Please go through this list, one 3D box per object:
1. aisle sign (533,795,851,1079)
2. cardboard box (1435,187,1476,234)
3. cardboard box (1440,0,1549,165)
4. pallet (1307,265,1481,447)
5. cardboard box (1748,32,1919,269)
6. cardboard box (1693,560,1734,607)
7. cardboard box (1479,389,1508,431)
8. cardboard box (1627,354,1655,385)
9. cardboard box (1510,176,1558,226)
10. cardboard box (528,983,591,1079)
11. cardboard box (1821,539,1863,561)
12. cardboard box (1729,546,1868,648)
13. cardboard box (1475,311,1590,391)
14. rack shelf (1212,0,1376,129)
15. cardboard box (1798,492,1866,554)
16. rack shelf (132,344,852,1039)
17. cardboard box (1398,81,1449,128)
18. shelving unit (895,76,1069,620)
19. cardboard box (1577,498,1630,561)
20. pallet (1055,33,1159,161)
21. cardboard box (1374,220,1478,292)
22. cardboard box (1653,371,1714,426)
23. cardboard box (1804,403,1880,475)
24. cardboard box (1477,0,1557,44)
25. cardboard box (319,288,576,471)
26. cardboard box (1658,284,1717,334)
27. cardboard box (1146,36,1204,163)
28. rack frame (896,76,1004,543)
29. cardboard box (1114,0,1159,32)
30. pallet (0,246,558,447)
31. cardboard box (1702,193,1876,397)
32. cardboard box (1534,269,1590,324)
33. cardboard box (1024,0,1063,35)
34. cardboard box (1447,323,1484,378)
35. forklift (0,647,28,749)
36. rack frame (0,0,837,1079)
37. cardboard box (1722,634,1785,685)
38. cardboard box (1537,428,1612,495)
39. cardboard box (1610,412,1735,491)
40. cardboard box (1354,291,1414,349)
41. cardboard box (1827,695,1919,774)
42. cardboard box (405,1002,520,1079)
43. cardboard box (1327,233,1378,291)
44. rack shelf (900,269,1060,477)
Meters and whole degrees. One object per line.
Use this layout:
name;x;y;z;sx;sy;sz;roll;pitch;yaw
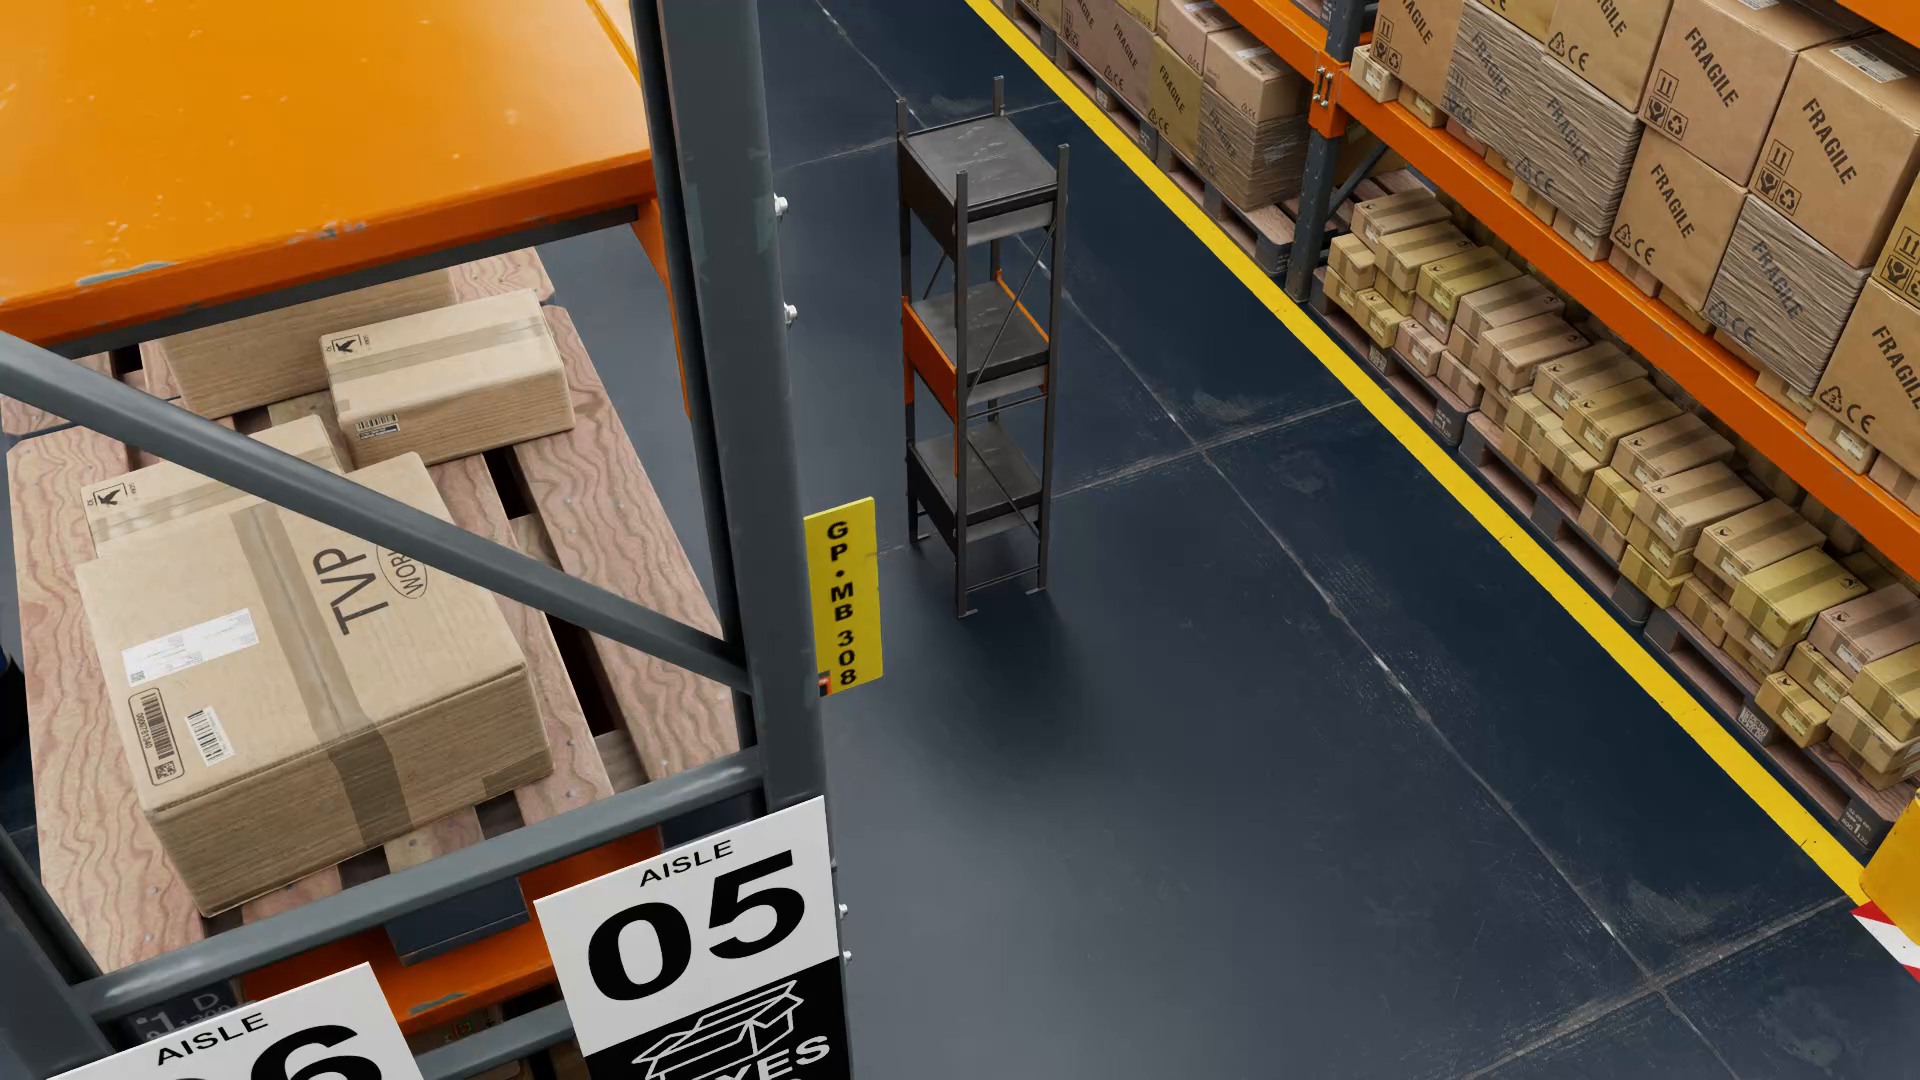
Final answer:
aisle sign;-0.361;0.681;2.442;0.394;0.787;0.004;-18;47;-17
cardboard box;2.498;-1.625;7.938;0.380;0.149;0.250;-17;47;-16
cardboard box;2.306;-1.867;6.592;0.500;0.500;0.500;-18;47;-17
pallet;2.426;-1.019;8.001;1.003;0.211;1.213;-18;47;-17
cardboard box;2.936;-1.247;5.252;0.500;0.500;0.500;-16;47;-15
cardboard box;3.073;0.095;6.406;0.380;0.149;0.250;-19;48;-18
cardboard box;2.534;-0.616;7.338;0.380;0.149;0.250;-20;48;-19
cardboard box;3.022;-0.706;7.218;0.380;0.149;0.250;-20;48;-19
cardboard box;2.426;-1.410;6.591;0.380;0.149;0.250;-17;47;-17
cardboard box;-0.598;0.865;3.324;0.500;0.500;0.500;-19;48;-18
cardboard box;3.550;-0.047;6.549;0.380;0.149;0.250;-17;47;-16
cardboard box;3.064;0.207;6.081;0.380;0.149;0.250;-19;48;-18
cardboard box;2.445;-0.809;7.110;0.380;0.149;0.250;-17;47;-17
rack shelf;1.271;-3.447;8.989;1.077;0.370;4.000;-18;47;-17
cardboard box;3.488;-0.133;6.425;0.380;0.149;0.250;-20;48;-19
rack shelf;-1.496;-0.440;3.805;1.077;0.370;4.000;-18;47;-17
cardboard box;2.110;-1.920;7.108;0.380;0.149;0.250;-17;47;-16
shelving unit;0.070;-0.642;6.274;0.431;2.100;0.503;-18;47;-17
cardboard box;2.774;-0.094;6.809;0.380;0.149;0.250;-17;47;-17
pallet;1.266;-2.711;9.716;1.003;0.211;1.213;-18;47;-17
cardboard box;2.131;-1.302;7.610;0.380;0.149;0.250;-16;47;-15
cardboard box;3.118;-0.625;6.924;0.380;0.149;0.250;-18;47;-17
cardboard box;3.082;-0.395;5.563;0.380;0.149;0.250;-17;47;-16
cardboard box;2.312;-2.241;6.259;0.500;0.500;0.500;-19;48;-19
cardboard box;-0.904;-0.278;2.938;0.380;0.149;0.250;-16;47;-16
cardboard box;2.812;-0.926;6.100;0.380;0.149;0.250;-17;47;-17
cardboard box;1.357;-2.413;8.909;0.500;0.500;0.500;-19;48;-18
rack frame;-0.033;-0.797;6.432;0.400;2.100;0.015;-18;47;-17
cardboard box;1.130;-3.020;8.990;0.500;0.250;0.500;-20;48;-19
pallet;-1.493;-0.638;3.557;1.003;0.211;1.213;-18;47;-17
cardboard box;2.938;-0.882;5.594;0.500;0.500;0.500;-18;47;-17
cardboard box;2.791;-1.129;7.435;0.380;0.149;0.250;-17;47;-16
cardboard box;0.711;-3.392;9.902;0.500;0.500;0.500;-17;47;-17
cardboard box;2.408;-0.892;7.406;0.380;0.149;0.250;-20;48;-19
forklift;-5.117;-0.314;5.350;3.031;2.935;1.130;10;46;10
rack frame;-0.655;-0.489;1.208;1.000;3.000;0.127;-18;47;-17
cardboard box;3.150;0.384;6.325;0.380;0.149;0.250;-18;47;-18
cardboard box;2.632;-0.365;6.873;0.380;0.149;0.250;-18;47;-17
cardboard box;2.839;-0.333;6.627;0.380;0.149;0.250;-20;48;-19
cardboard box;2.085;-1.067;7.795;0.380;0.149;0.250;-17;47;-16
cardboard box;3.313;0.628;5.866;0.380;0.149;0.250;-19;48;-18
cardboard box;-0.987;0.854;2.872;0.380;0.149;0.250;-17;47;-17
cardboard box;1.974;-1.344;7.864;0.380;0.149;0.250;-16;47;-16
rack shelf;0.070;-0.632;6.284;0.431;0.518;0.480;-18;47;-17
